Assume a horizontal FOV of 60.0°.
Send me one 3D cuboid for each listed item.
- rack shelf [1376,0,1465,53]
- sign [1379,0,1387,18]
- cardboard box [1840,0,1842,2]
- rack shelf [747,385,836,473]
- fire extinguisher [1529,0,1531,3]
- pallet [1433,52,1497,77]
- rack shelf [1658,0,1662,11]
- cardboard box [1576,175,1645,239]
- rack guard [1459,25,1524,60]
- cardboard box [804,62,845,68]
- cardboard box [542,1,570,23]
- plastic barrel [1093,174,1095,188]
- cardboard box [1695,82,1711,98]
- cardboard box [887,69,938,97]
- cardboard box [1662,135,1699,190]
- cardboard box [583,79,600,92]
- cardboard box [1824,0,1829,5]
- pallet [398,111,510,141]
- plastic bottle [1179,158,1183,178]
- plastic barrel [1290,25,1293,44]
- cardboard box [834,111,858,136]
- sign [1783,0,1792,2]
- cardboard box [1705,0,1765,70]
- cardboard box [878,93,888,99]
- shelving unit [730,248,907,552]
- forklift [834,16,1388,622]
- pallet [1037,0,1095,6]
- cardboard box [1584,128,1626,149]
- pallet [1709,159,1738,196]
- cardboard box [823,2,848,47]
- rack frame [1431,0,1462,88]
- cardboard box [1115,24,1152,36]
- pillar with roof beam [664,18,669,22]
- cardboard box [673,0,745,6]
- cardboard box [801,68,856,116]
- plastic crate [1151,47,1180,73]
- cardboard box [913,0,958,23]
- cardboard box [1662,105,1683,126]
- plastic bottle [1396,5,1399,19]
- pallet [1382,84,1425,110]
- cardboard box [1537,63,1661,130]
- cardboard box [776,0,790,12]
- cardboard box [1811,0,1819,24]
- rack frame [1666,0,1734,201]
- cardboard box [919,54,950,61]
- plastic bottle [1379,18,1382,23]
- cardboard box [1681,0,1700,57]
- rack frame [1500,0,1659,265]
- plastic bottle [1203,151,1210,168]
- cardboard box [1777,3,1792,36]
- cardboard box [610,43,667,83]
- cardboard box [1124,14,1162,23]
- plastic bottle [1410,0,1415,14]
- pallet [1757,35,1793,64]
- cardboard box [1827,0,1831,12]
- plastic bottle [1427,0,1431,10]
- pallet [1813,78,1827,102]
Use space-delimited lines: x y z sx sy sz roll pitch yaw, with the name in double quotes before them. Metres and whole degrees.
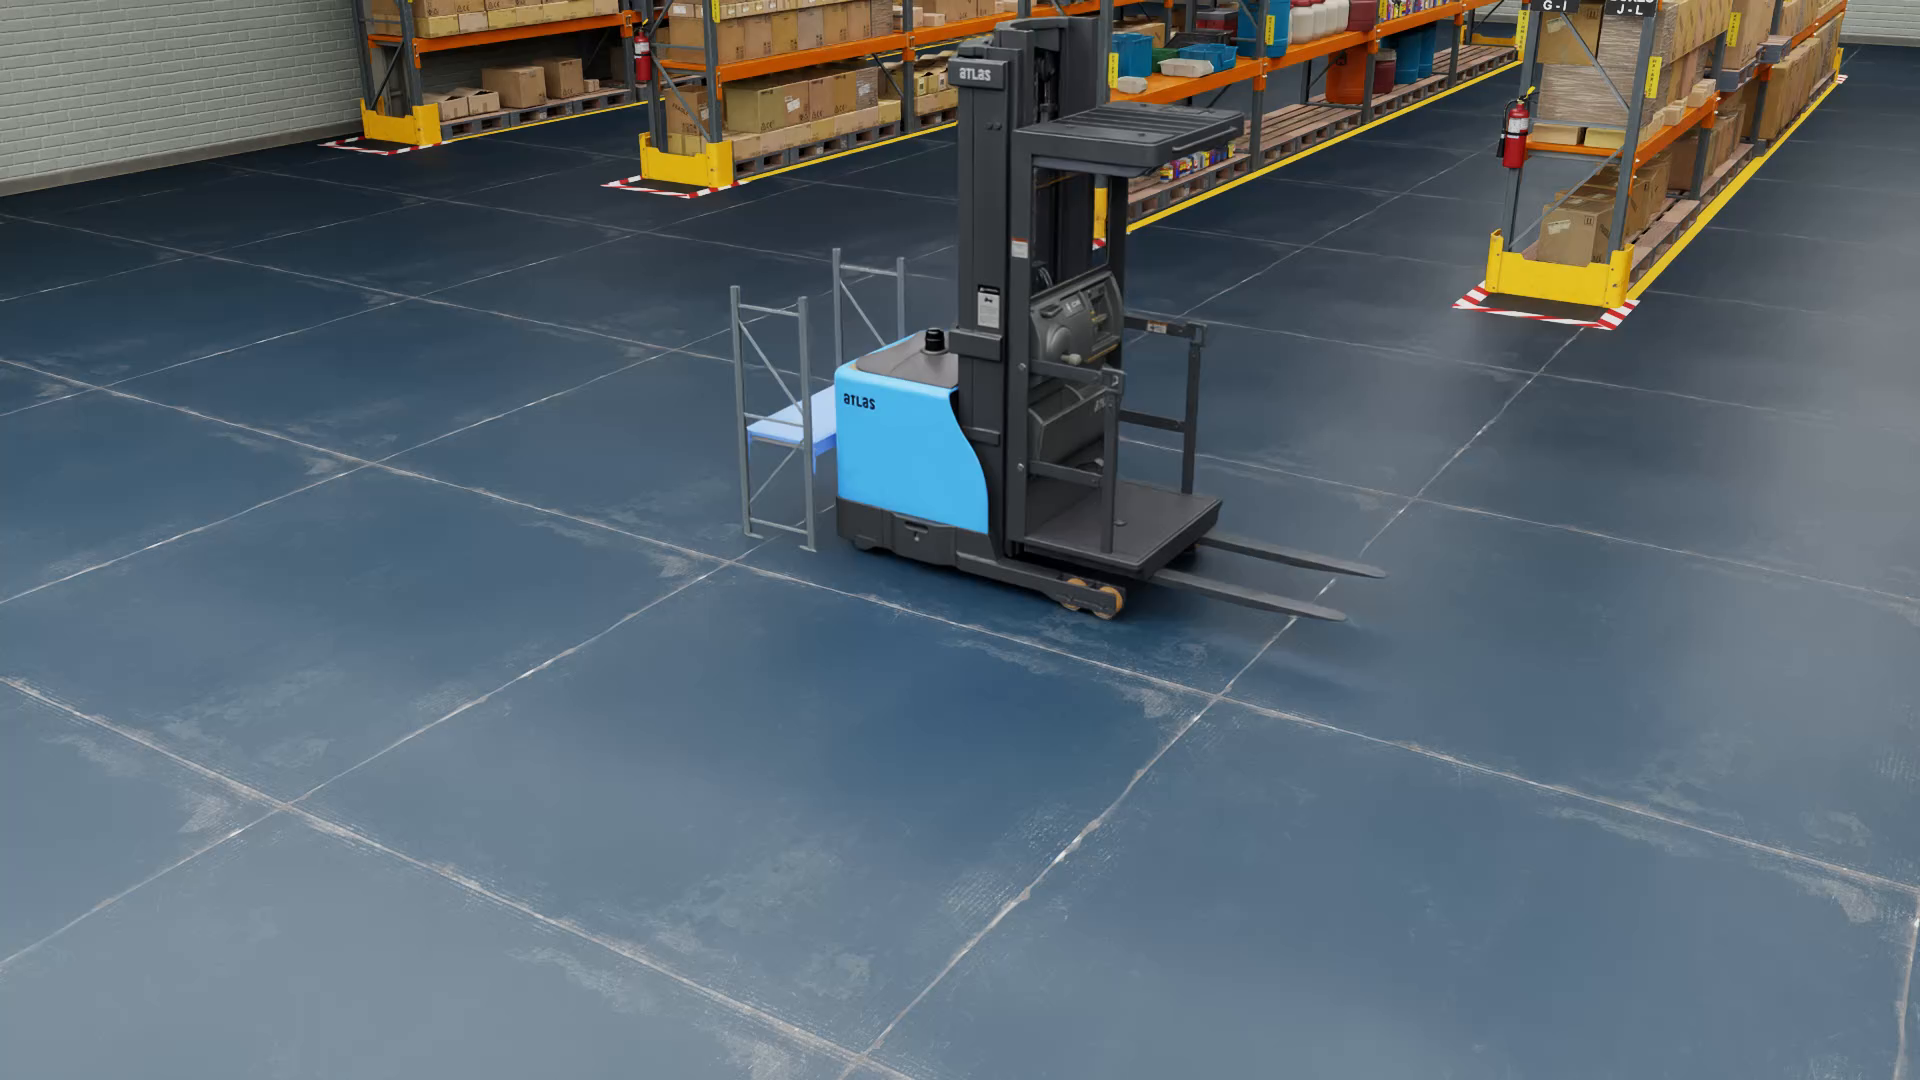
"rack shelf" 6.300 -7.605 24.446 1.077 0.370 4.000 14 27 29
"sign" 5.716 -7.222 22.451 0.100 0.325 0.005 14 27 29
"cardboard box" 13.362 -8.360 25.603 0.380 0.149 0.250 14 27 30
"rack shelf" -0.798 -0.683 9.893 0.538 0.185 1.000 13 27 27
"fire extinguisher" 9.930 -9.709 28.968 0.296 0.674 0.183 14 27 29
"pallet" 8.352 -8.000 27.963 1.003 0.211 1.213 14 27 29
"rack shelf" 6.288 -5.243 15.215 1.077 0.370 4.000 14 27 29
"cardboard box" 6.209 -3.191 15.963 0.500 0.500 0.500 17 29 34
"rack guard" 9.466 -8.823 29.503 1.175 0.500 0.348 14 27 29
"cardboard box" -1.839 -5.963 21.736 0.500 0.500 0.500 14 27 29
"cardboard box" -5.796 -7.363 23.147 0.500 0.250 0.500 14 27 29
"plastic barrel" 1.307 -3.849 17.468 0.421 0.512 0.421 0 23 0
"cardboard box" 7.339 -4.540 16.777 0.380 0.149 0.250 14 27 29
"cardboard box" -0.642 -6.224 22.579 0.500 0.311 0.500 14 27 29
"cardboard box" 7.685 -4.129 18.105 0.700 0.500 0.500 12 26 25
"cardboard box" -5.538 -6.701 24.465 0.380 0.166 0.250 10 25 22
"cardboard box" 12.300 -7.910 24.060 0.500 0.250 0.500 14 27 29
"pallet" -6.893 -5.648 22.532 1.003 0.211 1.213 14 27 29
"plastic bottle" 2.427 -4.172 18.491 0.097 0.271 0.097 0 23 0
"plastic barrel" 3.963 -6.261 20.610 0.301 0.262 0.301 0 23 0
"cardboard box" -1.654 -5.339 21.240 0.500 0.250 0.500 14 27 29
"sign" 9.919 -6.606 19.877 0.100 0.325 0.005 14 27 29
"cardboard box" 7.881 -5.579 17.577 1.000 1.000 1.000 14 27 29
"cardboard box" -1.099 -6.080 22.952 0.500 0.250 0.500 14 27 28
"shelving unit" -0.798 -0.848 9.822 0.538 1.500 1.048 13 27 27
"forklift" 0.802 -1.170 8.764 3.031 2.935 1.130 14 27 29
"pallet" 1.337 -8.454 25.745 1.213 0.211 1.003 14 27 29
"cardboard box" 5.586 -3.453 14.266 0.380 0.149 0.250 14 27 29
"pallet" 8.395 -4.268 19.344 1.003 0.211 1.213 14 27 29
"cardboard box" -1.841 -6.496 20.854 0.700 0.500 0.500 14 27 30
"rack frame" 7.355 -8.610 25.862 1.000 3.000 0.127 14 27 29
"cardboard box" 2.864 -8.312 27.768 0.500 0.500 0.500 14 27 29
"pillar with roof beam" -0.935 -10.929 23.669 9.100 9.000 0.400 14 27 29
"cardboard box" -2.896 -6.413 19.029 0.700 0.500 0.500 14 27 29
"cardboard box" -1.664 -5.686 21.097 0.500 0.500 0.500 14 27 29
"plastic crate" 2.179 -5.413 18.746 0.450 0.188 0.662 14 27 29
"cardboard box" -0.374 -7.428 23.008 0.500 0.500 0.500 16 28 33
"cardboard box" 6.459 -3.939 15.388 0.380 0.149 0.250 14 27 29
"plastic bottle" 6.147 -7.481 23.506 0.097 0.201 0.097 0 23 0
"pallet" 6.270 -6.665 24.880 1.003 0.211 1.213 14 27 29
"cardboard box" 5.546 -3.884 14.446 0.875 0.500 0.500 14 27 29
"cardboard box" -2.248 -6.379 19.766 0.380 0.149 0.250 13 27 27
"cardboard box" 11.548 -7.403 22.948 0.500 0.500 0.500 14 27 29
"rack frame" 7.343 -4.872 17.228 1.000 3.000 0.127 14 27 29
"cardboard box" -0.299 -6.848 24.019 0.500 0.311 0.500 13 27 28
"plastic bottle" 5.748 -7.281 22.949 0.152 0.276 0.135 14 27 29
"cardboard box" 6.287 -4.628 14.905 0.500 0.500 0.500 14 27 29
"rack frame" 5.233 -3.522 14.109 1.000 3.000 0.127 14 27 29
"plastic bottle" 2.768 -4.444 19.021 0.144 0.351 0.185 14 27 29
"cardboard box" 9.940 -6.375 20.574 0.500 0.500 0.500 15 27 30
"cardboard box" -4.908 -7.292 25.412 0.700 0.500 0.500 15 28 31
"cardboard box" 3.208 -8.956 29.254 0.500 0.500 0.500 14 27 29
"plastic bottle" 6.479 -7.749 24.031 0.152 0.276 0.135 14 27 29
"pallet" 9.167 -5.871 19.777 1.213 0.211 1.003 14 27 29
"cardboard box" 12.550 -7.840 24.400 0.380 0.149 0.250 13 27 28
"plastic bottle" 6.892 -8.013 24.640 0.152 0.276 0.135 14 27 29
"pallet" 12.673 -6.946 25.529 1.003 0.211 1.213 14 27 29
